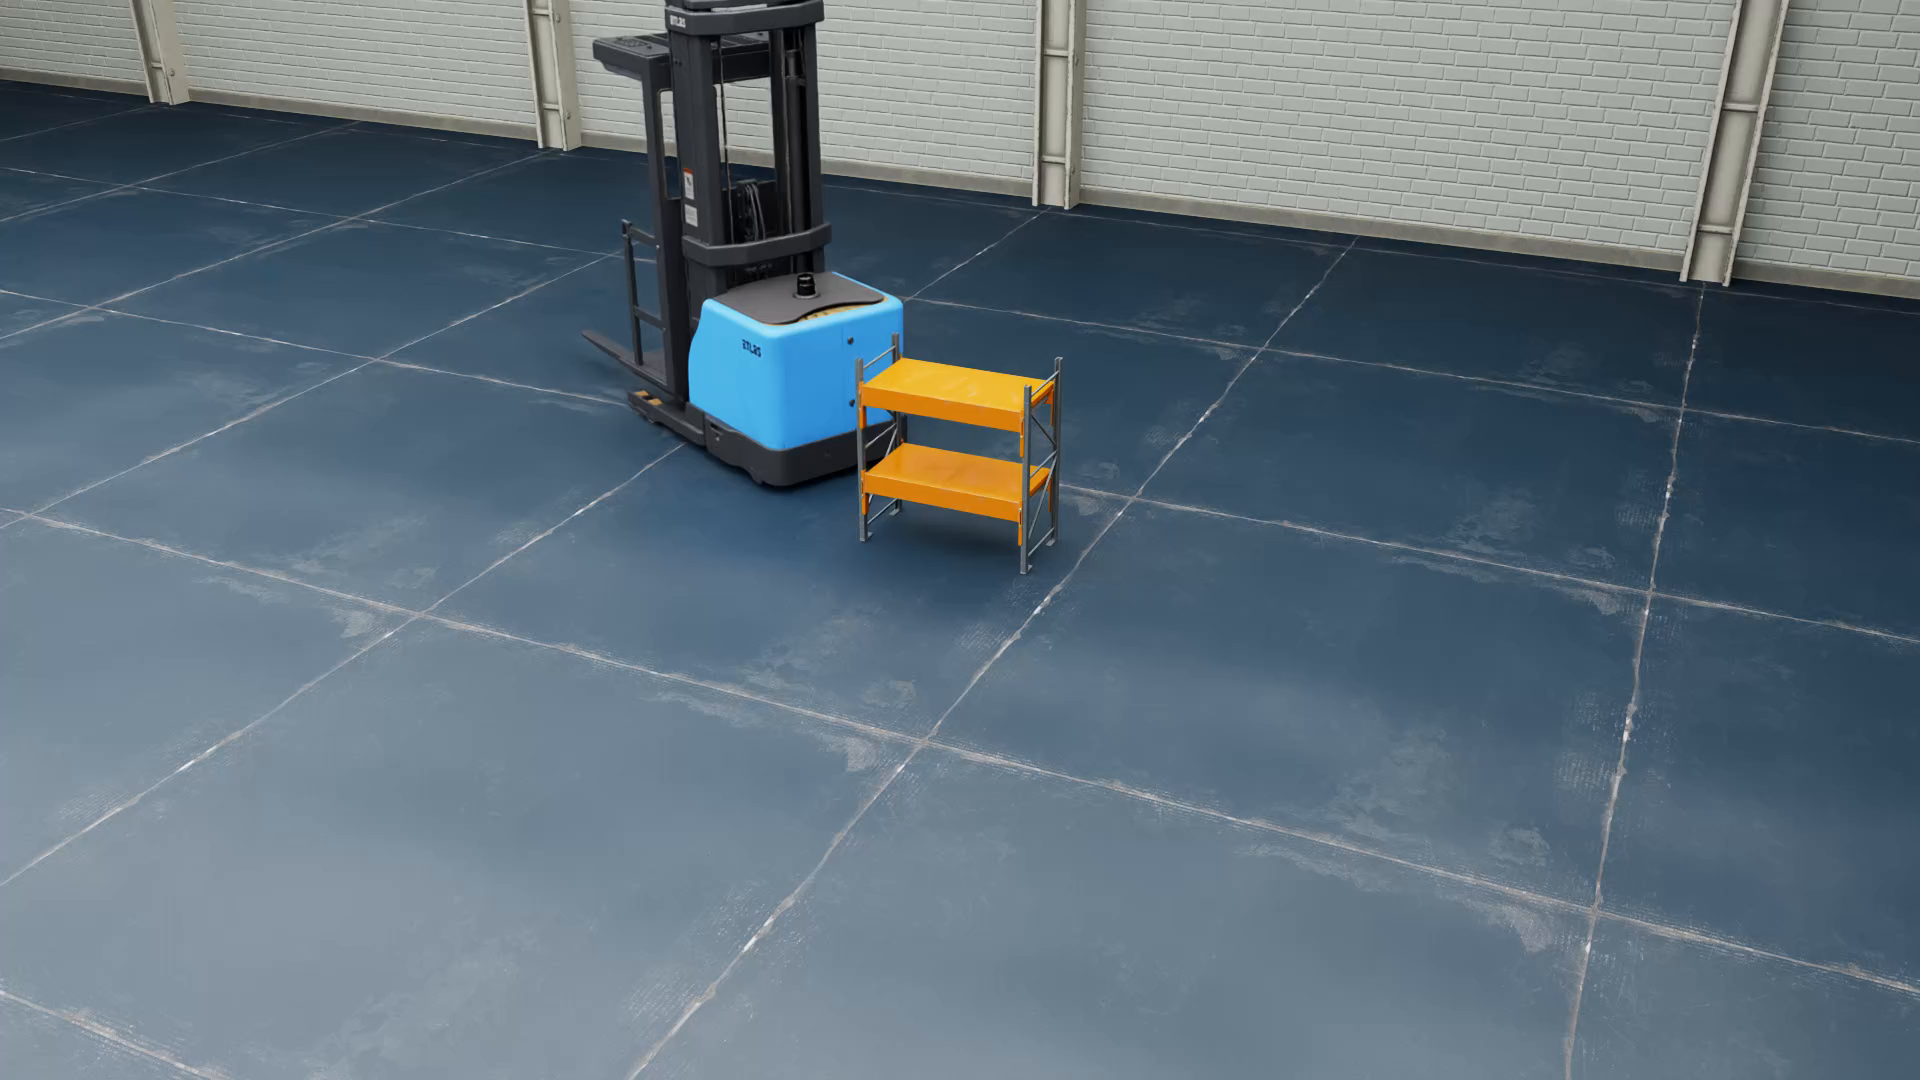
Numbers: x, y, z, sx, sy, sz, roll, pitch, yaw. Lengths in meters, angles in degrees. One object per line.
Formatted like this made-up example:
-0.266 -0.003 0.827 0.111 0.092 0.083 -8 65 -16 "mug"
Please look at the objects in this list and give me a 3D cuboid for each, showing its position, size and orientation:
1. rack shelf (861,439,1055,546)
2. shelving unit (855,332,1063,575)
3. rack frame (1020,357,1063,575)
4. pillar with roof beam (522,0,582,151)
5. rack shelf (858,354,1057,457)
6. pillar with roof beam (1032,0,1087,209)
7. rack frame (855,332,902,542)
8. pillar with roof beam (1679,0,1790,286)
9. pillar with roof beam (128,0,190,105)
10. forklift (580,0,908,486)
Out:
-0.006 -0.287 9.612 1.000 0.278 0.538 11 28 22 "rack shelf"
-0.006 -0.506 9.504 1.048 1.125 0.538 11 28 22 "shelving unit"
0.457 -0.413 9.315 0.032 1.125 0.500 11 28 22 "rack frame"
-6.288 -6.751 13.275 0.400 9.000 9.100 11 28 22 "pillar with roof beam"
-0.006 -0.768 9.375 1.000 0.278 0.538 11 28 22 "rack shelf"
-0.826 -5.654 11.047 0.400 9.000 9.100 11 28 22 "pillar with roof beam"
-0.469 -0.599 9.693 0.032 1.125 0.500 11 28 22 "rack frame"
4.636 -4.557 8.818 0.400 9.000 9.100 11 28 22 "pillar with roof beam"
-11.749 -7.848 15.503 0.400 9.000 9.100 11 28 22 "pillar with roof beam"
-1.640 -2.233 10.967 1.130 2.935 3.031 -19 32 -33 "forklift"
